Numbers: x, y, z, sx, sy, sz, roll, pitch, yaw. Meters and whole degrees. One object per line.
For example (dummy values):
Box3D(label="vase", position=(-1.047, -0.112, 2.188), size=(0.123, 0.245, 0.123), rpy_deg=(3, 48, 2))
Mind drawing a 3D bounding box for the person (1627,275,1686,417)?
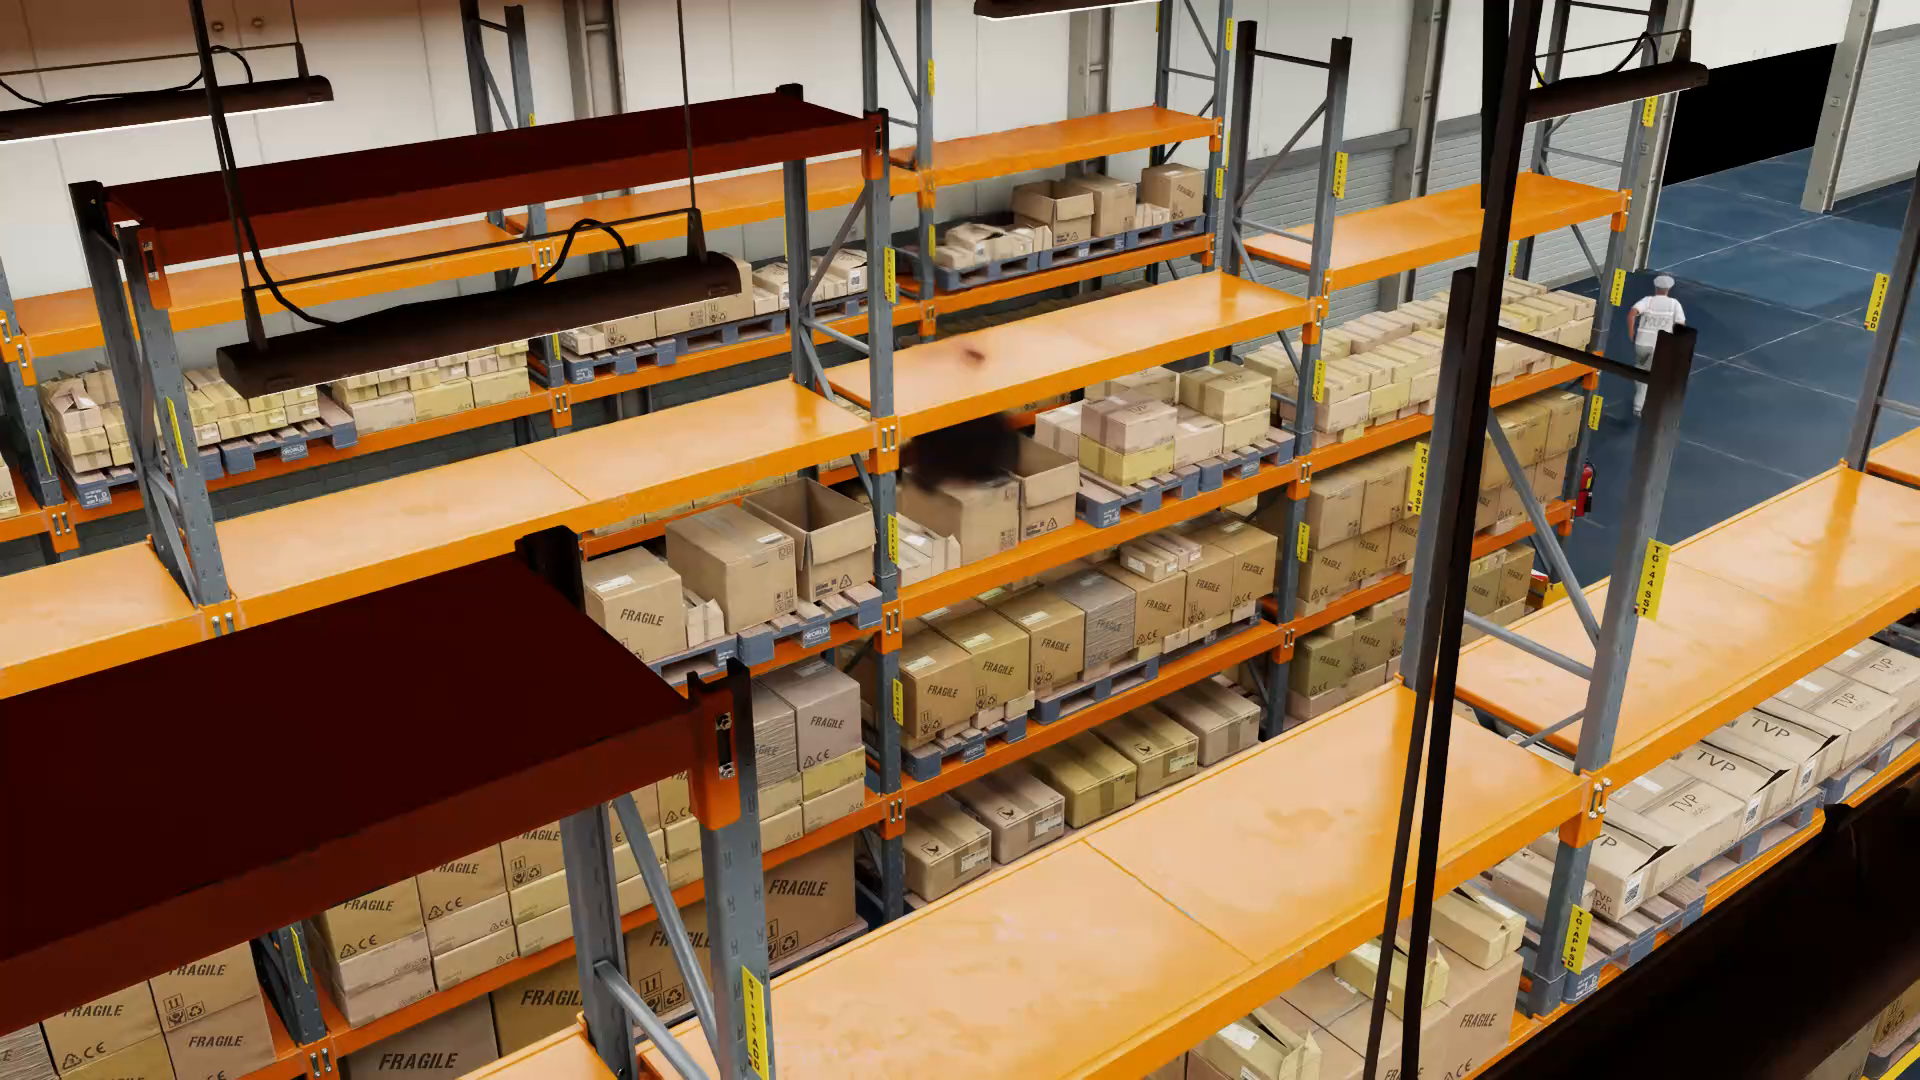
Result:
Box3D(label="person", position=(8.740, -2.396, 21.061), size=(0.658, 1.799, 1.015), rpy_deg=(15, 30, 28))
